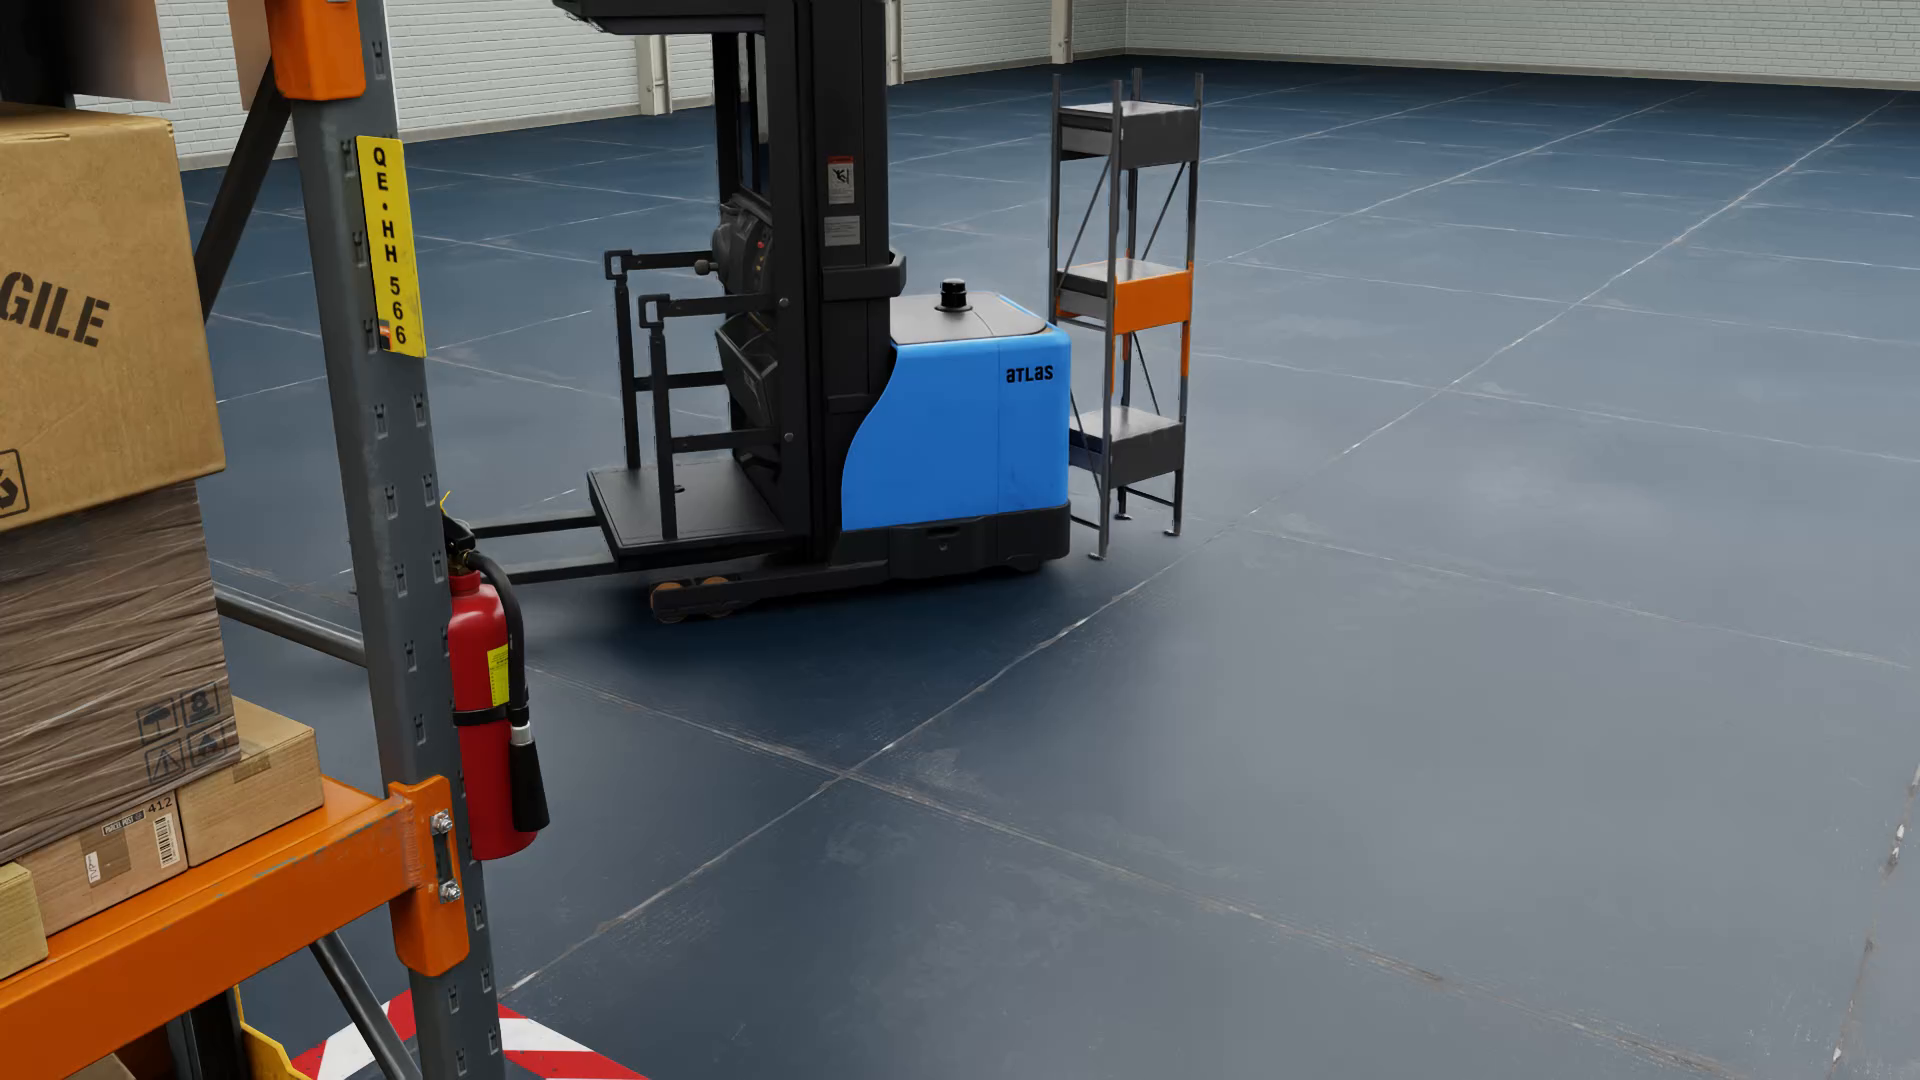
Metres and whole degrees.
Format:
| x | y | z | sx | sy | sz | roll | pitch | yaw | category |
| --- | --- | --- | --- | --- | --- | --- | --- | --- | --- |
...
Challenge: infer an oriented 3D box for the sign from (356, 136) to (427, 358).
| x | y | z | sx | sy | sz | roll | pitch | yaw | category |
| --- | --- | --- | --- | --- | --- | --- | --- | --- | --- |
| -0.856 | -0.440 | 2.506 | 0.100 | 0.325 | 0.005 | 13 | 24 | 32 | sign |

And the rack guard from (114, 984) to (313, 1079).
| x | y | z | sx | sy | sz | roll | pitch | yaw | category |
| --- | --- | --- | --- | --- | --- | --- | --- | --- | --- |
| -1.347 | 1.332 | 3.444 | 1.175 | 0.500 | 0.348 | 13 | 24 | 32 | rack guard |

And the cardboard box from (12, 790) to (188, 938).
| x | y | z | sx | sy | sz | roll | pitch | yaw | category |
| --- | --- | --- | --- | --- | --- | --- | --- | --- | --- |
| -1.434 | 0.449 | 2.590 | 0.380 | 0.149 | 0.250 | 13 | 24 | 32 | cardboard box |

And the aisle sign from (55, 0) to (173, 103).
| x | y | z | sx | sy | sz | roll | pitch | yaw | category |
| --- | --- | --- | --- | --- | --- | --- | --- | --- | --- |
| -1.517 | -1.158 | 2.825 | 0.394 | 0.787 | 0.004 | 13 | 24 | 32 | aisle sign |

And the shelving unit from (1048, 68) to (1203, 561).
| x | y | z | sx | sy | sz | roll | pitch | yaw | category |
| --- | --- | --- | --- | --- | --- | --- | --- | --- | --- |
| 0.716 | -0.998 | 7.436 | 0.503 | 2.100 | 0.431 | -16 | 26 | -37 | shelving unit |

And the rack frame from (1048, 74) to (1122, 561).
| x | y | z | sx | sy | sz | roll | pitch | yaw | category |
| --- | --- | --- | --- | --- | --- | --- | --- | --- | --- |
| 0.528 | -0.944 | 7.290 | 0.015 | 2.100 | 0.400 | -16 | 26 | -37 | rack frame |

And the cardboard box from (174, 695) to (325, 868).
| x | y | z | sx | sy | sz | roll | pitch | yaw | category |
| --- | --- | --- | --- | --- | --- | --- | --- | --- | --- |
| -1.293 | 0.377 | 2.783 | 0.380 | 0.149 | 0.250 | 13 | 24 | 32 | cardboard box |

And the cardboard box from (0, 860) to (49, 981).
| x | y | z | sx | sy | sz | roll | pitch | yaw | category |
| --- | --- | --- | --- | --- | --- | --- | --- | --- | --- |
| -1.532 | 0.531 | 2.369 | 0.380 | 0.149 | 0.250 | 13 | 24 | 32 | cardboard box |

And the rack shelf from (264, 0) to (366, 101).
| x | y | z | sx | sy | sz | roll | pitch | yaw | category |
| --- | --- | --- | --- | --- | --- | --- | --- | --- | --- |
| -2.428 | -0.358 | 1.123 | 1.077 | 0.370 | 4.000 | 13 | 24 | 32 | rack shelf |

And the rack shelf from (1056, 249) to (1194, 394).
| x | y | z | sx | sy | sz | roll | pitch | yaw | category |
| --- | --- | --- | --- | --- | --- | --- | --- | --- | --- |
| 0.716 | -0.985 | 7.441 | 0.480 | 0.518 | 0.431 | -16 | 26 | -37 | rack shelf |

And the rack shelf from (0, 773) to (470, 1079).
| x | y | z | sx | sy | sz | roll | pitch | yaw | category |
| --- | --- | --- | --- | --- | --- | --- | --- | --- | --- |
| -2.428 | 1.049 | 1.643 | 1.077 | 0.370 | 4.000 | 13 | 24 | 32 | rack shelf |

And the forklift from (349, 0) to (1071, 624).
| x | y | z | sx | sy | sz | roll | pitch | yaw | category |
| --- | --- | --- | --- | --- | --- | --- | --- | --- | --- |
| -1.085 | -1.237 | 6.884 | 3.031 | 2.935 | 1.130 | -7 | 21 | -18 | forklift |

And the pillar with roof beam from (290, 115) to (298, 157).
| x | y | z | sx | sy | sz | roll | pitch | yaw | category |
| --- | --- | --- | --- | --- | --- | --- | --- | --- | --- |
| -4.438 | -8.155 | 16.841 | 9.100 | 9.000 | 0.400 | 13 | 24 | 32 | pillar with roof beam |

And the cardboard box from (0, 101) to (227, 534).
| x | y | z | sx | sy | sz | roll | pitch | yaw | category |
| --- | --- | --- | --- | --- | --- | --- | --- | --- | --- |
| -1.409 | -0.312 | 2.270 | 0.500 | 0.500 | 0.500 | 13 | 24 | 32 | cardboard box |

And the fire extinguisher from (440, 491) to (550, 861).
| x | y | z | sx | sy | sz | roll | pitch | yaw | category |
| --- | --- | --- | --- | --- | --- | --- | --- | --- | --- |
| -0.858 | 0.231 | 2.929 | 0.296 | 0.674 | 0.183 | 13 | 24 | 32 | fire extinguisher |

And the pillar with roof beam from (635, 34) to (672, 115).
| x | y | z | sx | sy | sz | roll | pitch | yaw | category |
| --- | --- | --- | --- | --- | --- | --- | --- | --- | --- |
| -1.065 | -9.877 | 21.495 | 9.100 | 9.000 | 0.400 | 13 | 24 | 32 | pillar with roof beam |

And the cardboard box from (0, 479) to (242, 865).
| x | y | z | sx | sy | sz | roll | pitch | yaw | category |
| --- | --- | --- | --- | --- | --- | --- | --- | --- | --- |
| -1.636 | 0.104 | 2.588 | 0.875 | 0.500 | 0.500 | 13 | 24 | 32 | cardboard box |

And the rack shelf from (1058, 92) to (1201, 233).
| x | y | z | sx | sy | sz | roll | pitch | yaw | category |
| --- | --- | --- | --- | --- | --- | --- | --- | --- | --- |
| 0.716 | -1.642 | 7.198 | 0.480 | 0.518 | 0.431 | -16 | 26 | -37 | rack shelf |

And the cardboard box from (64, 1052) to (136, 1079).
| x | y | z | sx | sy | sz | roll | pitch | yaw | category |
| --- | --- | --- | --- | --- | --- | --- | --- | --- | --- |
| -1.669 | 1.289 | 2.955 | 0.500 | 0.500 | 0.500 | 19 | 28 | 42 | cardboard box |

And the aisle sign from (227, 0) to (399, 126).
| x | y | z | sx | sy | sz | roll | pitch | yaw | category |
| --- | --- | --- | --- | --- | --- | --- | --- | --- | --- |
| -1.021 | -1.041 | 2.508 | 0.394 | 0.787 | 0.004 | 13 | 24 | 32 | aisle sign |

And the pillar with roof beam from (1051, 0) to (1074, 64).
| x | y | z | sx | sy | sz | roll | pitch | yaw | category |
| --- | --- | --- | --- | --- | --- | --- | --- | --- | --- |
| 5.681 | -13.320 | 30.803 | 9.100 | 9.000 | 0.400 | 13 | 24 | 32 | pillar with roof beam |

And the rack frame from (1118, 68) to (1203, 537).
| x | y | z | sx | sy | sz | roll | pitch | yaw | category |
| --- | --- | --- | --- | --- | --- | --- | --- | --- | --- |
| 0.903 | -1.052 | 7.582 | 0.015 | 2.100 | 0.400 | -16 | 26 | -37 | rack frame |

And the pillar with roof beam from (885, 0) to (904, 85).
| x | y | z | sx | sy | sz | roll | pitch | yaw | category |
| --- | --- | --- | --- | --- | --- | --- | --- | --- | --- |
| 2.308 | -11.598 | 26.149 | 9.100 | 9.000 | 0.400 | 13 | 24 | 32 | pillar with roof beam |

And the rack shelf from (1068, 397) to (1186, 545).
| x | y | z | sx | sy | sz | roll | pitch | yaw | category |
| --- | --- | --- | --- | --- | --- | --- | --- | --- | --- |
| 0.716 | -0.329 | 7.684 | 0.480 | 0.518 | 0.431 | -16 | 26 | -37 | rack shelf |
